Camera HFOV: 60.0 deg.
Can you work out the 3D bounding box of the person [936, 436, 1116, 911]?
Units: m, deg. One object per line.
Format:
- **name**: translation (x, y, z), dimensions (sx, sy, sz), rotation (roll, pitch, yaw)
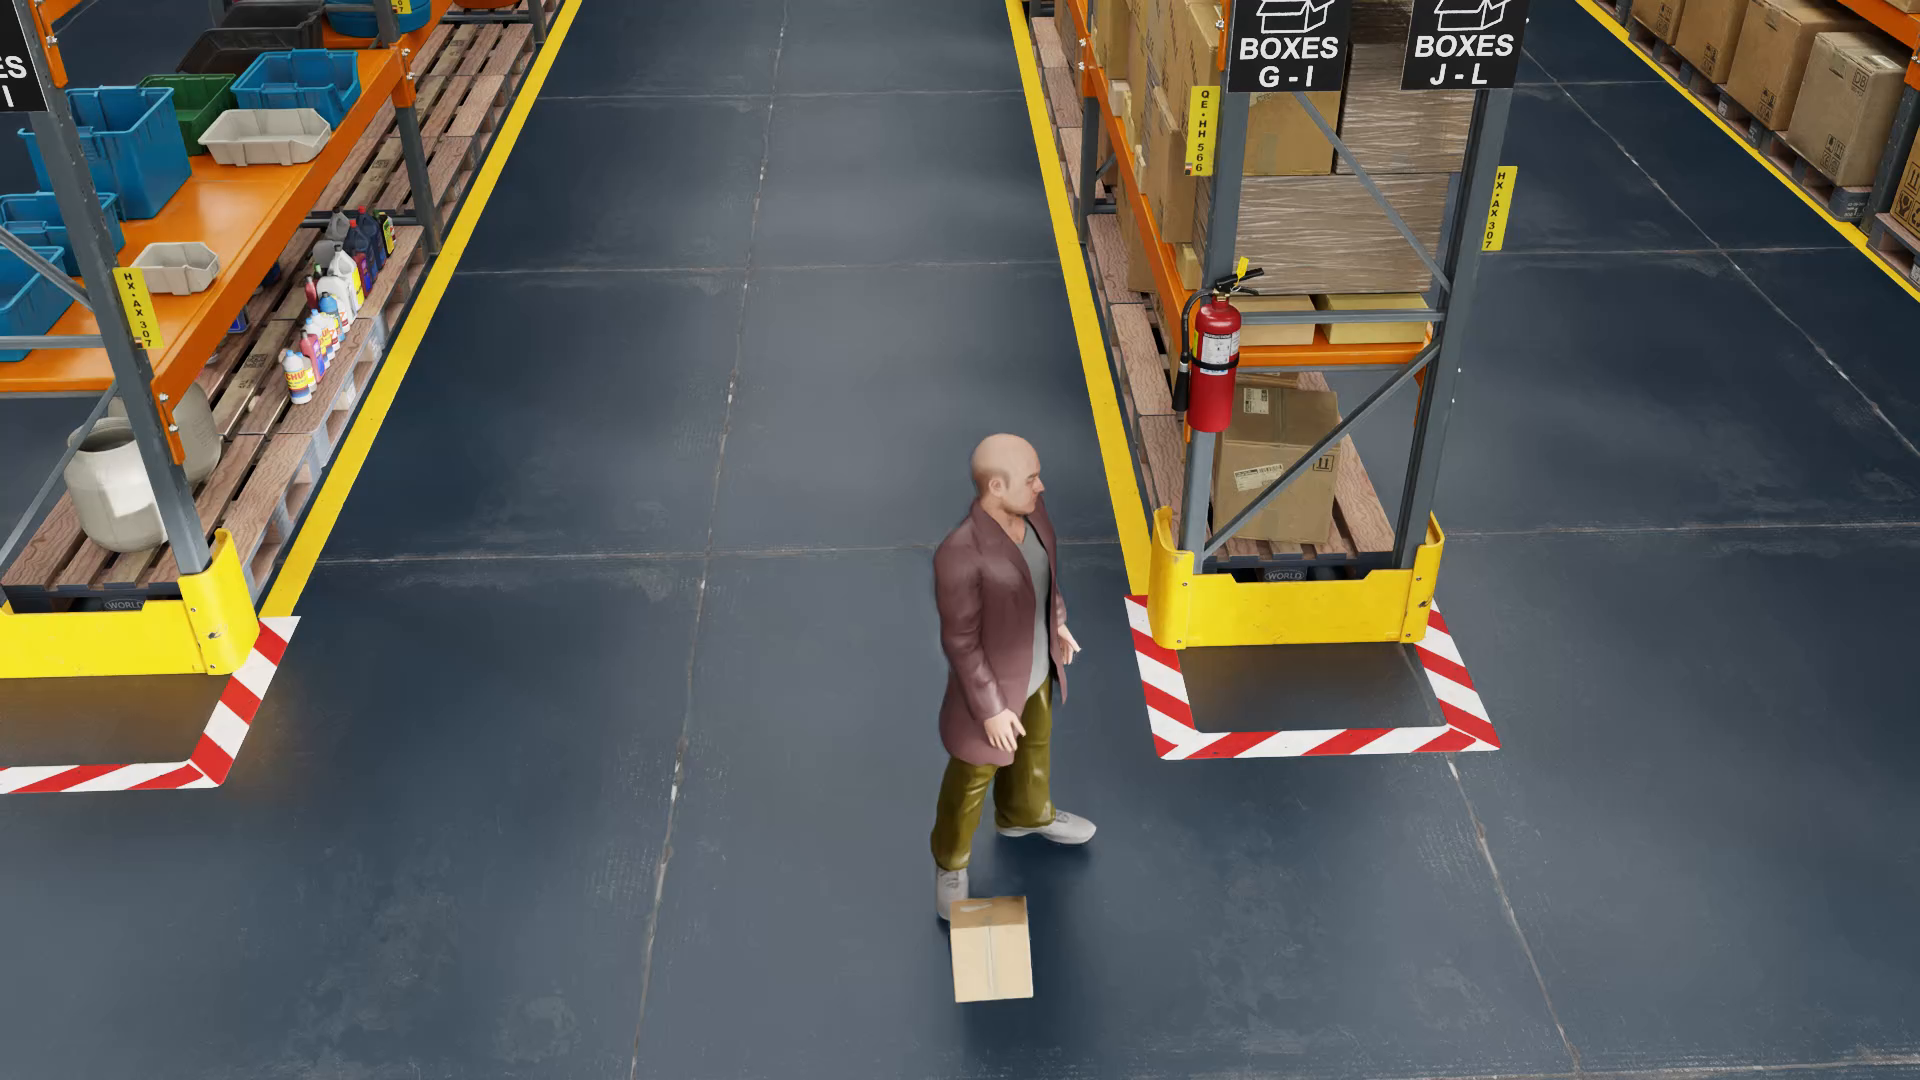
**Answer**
- **person**: translation (0.224, 0.444, 5.517), dimensions (0.602, 1.778, 0.632), rotation (10, 36, 14)
